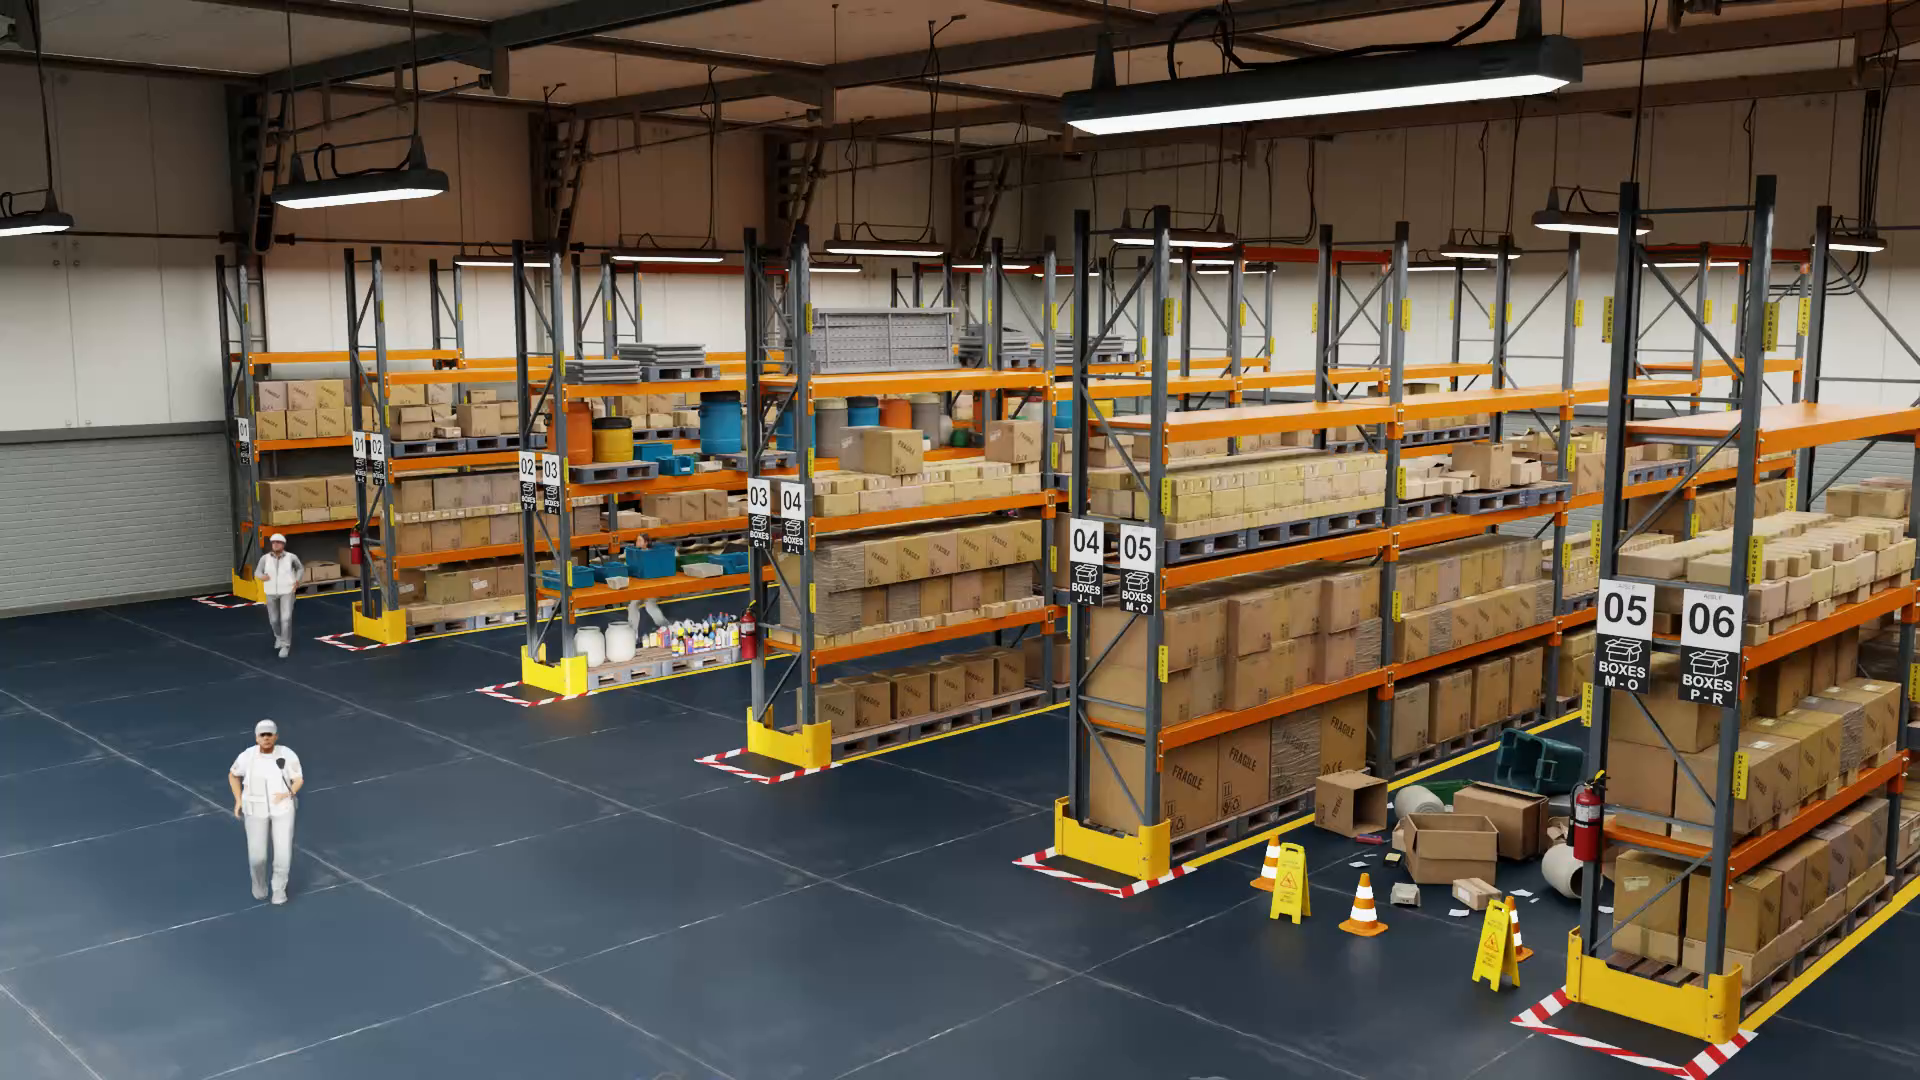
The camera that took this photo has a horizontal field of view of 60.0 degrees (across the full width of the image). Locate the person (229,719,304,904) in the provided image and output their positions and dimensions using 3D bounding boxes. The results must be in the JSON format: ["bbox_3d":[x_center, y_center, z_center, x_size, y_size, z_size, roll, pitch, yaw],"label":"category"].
[{"bbox_3d":[-5.926,2.350,14.253,0.592,1.629,0.583,-4,9,-23],"label":"person"}]

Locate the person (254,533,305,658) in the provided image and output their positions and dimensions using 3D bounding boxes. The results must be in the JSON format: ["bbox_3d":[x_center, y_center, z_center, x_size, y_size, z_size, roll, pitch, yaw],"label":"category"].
[{"bbox_3d":[-10.083,0.795,24.619,0.666,1.790,0.854,-1,8,-8],"label":"person"}]

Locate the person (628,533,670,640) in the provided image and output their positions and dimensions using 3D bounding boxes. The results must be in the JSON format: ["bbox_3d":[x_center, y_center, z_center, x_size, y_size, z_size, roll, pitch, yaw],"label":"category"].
[{"bbox_3d":[-4.816,0.718,25.421,0.568,1.680,0.882,7,10,39],"label":"person"}]
